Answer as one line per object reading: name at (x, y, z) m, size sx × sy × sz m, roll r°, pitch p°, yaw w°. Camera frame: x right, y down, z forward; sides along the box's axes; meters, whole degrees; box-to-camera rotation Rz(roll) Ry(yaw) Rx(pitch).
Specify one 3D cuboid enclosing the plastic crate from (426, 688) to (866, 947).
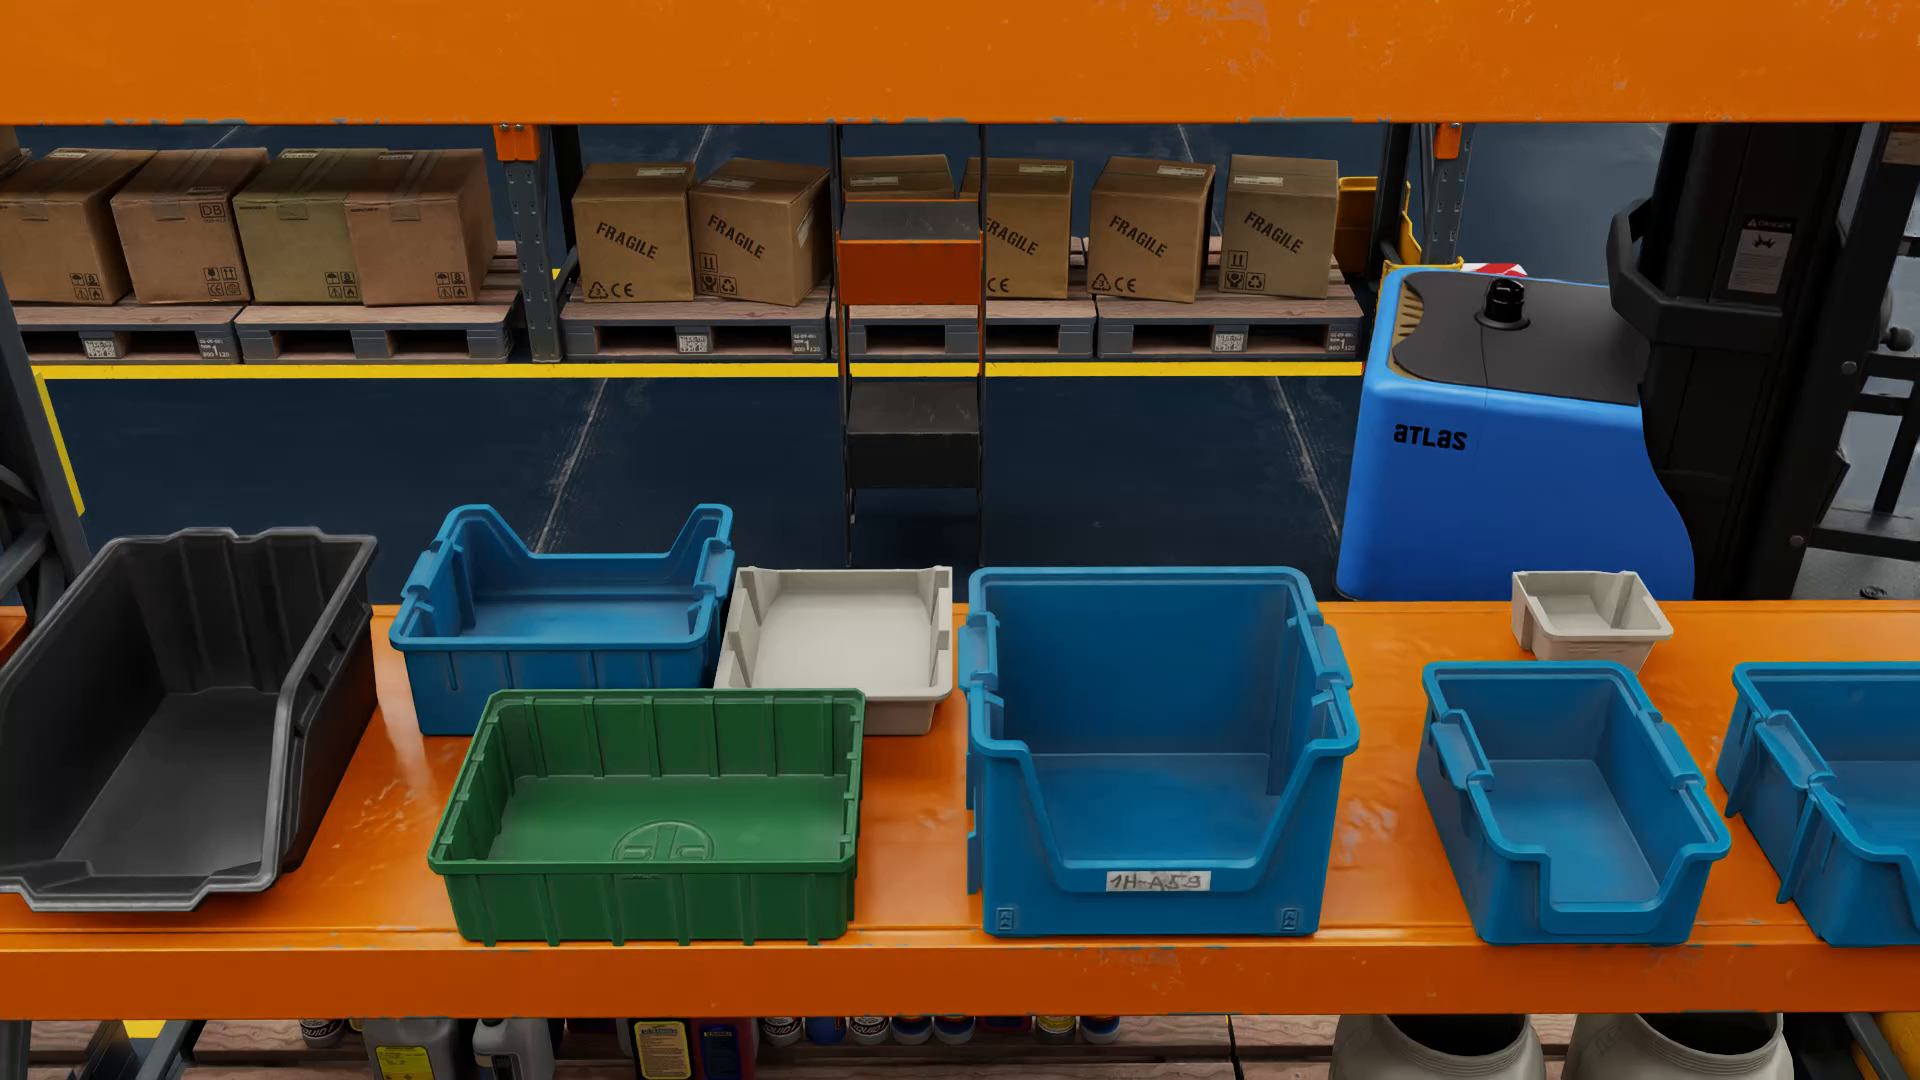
plastic crate at (-0.497, 0.460, 2.804) m, size 0.662 × 0.188 × 0.450 m, roll 0°, pitch 31°, yaw 0°

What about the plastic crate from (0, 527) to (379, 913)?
plastic crate at (-1.332, 0.319, 2.893) m, size 0.504 × 0.338 × 0.767 m, roll 0°, pitch 31°, yaw 0°

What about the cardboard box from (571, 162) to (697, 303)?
cardboard box at (-1.486, -1.433, 7.725) m, size 0.500 × 0.500 × 0.500 m, roll -1°, pitch 31°, yaw -2°

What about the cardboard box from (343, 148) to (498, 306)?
cardboard box at (-2.500, -1.470, 7.767) m, size 0.500 × 0.500 × 0.700 m, roll -2°, pitch 31°, yaw -4°

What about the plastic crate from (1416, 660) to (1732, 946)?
plastic crate at (0.996, 0.435, 2.785) m, size 0.408 × 0.251 × 0.499 m, roll 0°, pitch 31°, yaw 0°

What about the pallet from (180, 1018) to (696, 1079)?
pallet at (-1.184, 1.439, 3.674) m, size 1.213 × 0.211 × 1.003 m, roll 0°, pitch 31°, yaw 0°

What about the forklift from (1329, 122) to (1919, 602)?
forklift at (2.787, -0.842, 4.812) m, size 3.031 × 2.935 × 1.130 m, roll 9°, pitch 32°, yaw 14°

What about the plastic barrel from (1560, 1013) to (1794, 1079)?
plastic barrel at (1.486, 1.141, 3.471) m, size 0.421 × 0.512 × 0.421 m, roll 0°, pitch 31°, yaw 0°

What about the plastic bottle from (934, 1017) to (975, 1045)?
plastic bottle at (-0.014, 1.039, 3.853) m, size 0.097 × 0.271 × 0.097 m, roll 0°, pitch 31°, yaw 0°

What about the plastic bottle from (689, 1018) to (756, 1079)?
plastic bottle at (-0.535, 1.105, 3.732) m, size 0.133 × 0.283 × 0.061 m, roll 0°, pitch 31°, yaw 0°

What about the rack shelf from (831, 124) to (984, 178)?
rack shelf at (-0.166, -1.484, 5.348) m, size 0.480 × 0.518 × 0.431 m, roll 0°, pitch 31°, yaw 0°

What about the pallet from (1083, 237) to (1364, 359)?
pallet at (1.226, -1.177, 7.987) m, size 1.213 × 0.211 × 1.003 m, roll 0°, pitch 31°, yaw 0°

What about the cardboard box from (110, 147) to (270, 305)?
cardboard box at (-3.536, -1.476, 7.777) m, size 0.500 × 0.500 × 0.700 m, roll -3°, pitch 31°, yaw -5°

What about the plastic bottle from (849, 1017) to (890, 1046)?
plastic bottle at (-0.213, 1.069, 3.870) m, size 0.097 × 0.201 × 0.097 m, roll 0°, pitch 31°, yaw 0°

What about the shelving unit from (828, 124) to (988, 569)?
shelving unit at (-0.166, -0.897, 5.704) m, size 0.503 × 2.100 × 0.431 m, roll 0°, pitch 31°, yaw 0°

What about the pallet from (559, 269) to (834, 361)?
pallet at (-1.214, -1.170, 7.974) m, size 1.213 × 0.211 × 1.003 m, roll 0°, pitch 31°, yaw 0°

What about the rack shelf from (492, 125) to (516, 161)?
rack shelf at (-3.886, -2.028, 7.394) m, size 4.000 × 0.370 × 1.077 m, roll 0°, pitch 31°, yaw 0°

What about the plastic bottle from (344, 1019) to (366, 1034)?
plastic bottle at (-1.377, 1.028, 3.858) m, size 0.133 × 0.283 × 0.061 m, roll 1°, pitch 31°, yaw 2°

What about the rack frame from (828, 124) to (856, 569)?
rack frame at (-0.410, -0.896, 5.703) m, size 0.015 × 2.100 × 0.400 m, roll 0°, pitch 31°, yaw 0°

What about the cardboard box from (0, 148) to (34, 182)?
cardboard box at (-4.661, -1.469, 7.765) m, size 0.500 × 0.500 × 0.700 m, roll -3°, pitch 31°, yaw -4°

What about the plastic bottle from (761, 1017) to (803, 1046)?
plastic bottle at (-0.418, 1.070, 3.869) m, size 0.097 × 0.201 × 0.097 m, roll 0°, pitch 31°, yaw 0°

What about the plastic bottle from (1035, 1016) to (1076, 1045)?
plastic bottle at (0.226, 1.068, 3.872) m, size 0.097 × 0.201 × 0.097 m, roll 0°, pitch 31°, yaw 0°

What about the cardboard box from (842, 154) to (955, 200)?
cardboard box at (-0.292, -1.481, 7.805) m, size 0.500 × 0.500 × 0.500 m, roll -3°, pitch 31°, yaw -5°

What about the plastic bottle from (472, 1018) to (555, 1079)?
plastic bottle at (-0.996, 1.129, 3.700) m, size 0.135 × 0.276 × 0.152 m, roll 0°, pitch 31°, yaw 0°

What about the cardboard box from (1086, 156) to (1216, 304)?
cardboard box at (0.892, -1.452, 7.756) m, size 0.500 × 0.500 × 0.500 m, roll 8°, pitch 32°, yaw 13°

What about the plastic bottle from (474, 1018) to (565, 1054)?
plastic bottle at (-1.022, 1.020, 3.807) m, size 0.185 × 0.351 × 0.144 m, roll -2°, pitch 31°, yaw -3°

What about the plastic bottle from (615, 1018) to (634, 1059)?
plastic bottle at (-0.699, 1.019, 3.808) m, size 0.185 × 0.351 × 0.144 m, roll 0°, pitch 31°, yaw -1°

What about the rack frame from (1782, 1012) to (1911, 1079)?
rack frame at (2.144, 0.215, 3.004) m, size 0.127 × 3.000 × 1.000 m, roll 0°, pitch 31°, yaw 0°

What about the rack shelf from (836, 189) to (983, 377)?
rack shelf at (-0.166, -0.886, 5.712) m, size 0.480 × 0.518 × 0.431 m, roll 0°, pitch 31°, yaw 0°

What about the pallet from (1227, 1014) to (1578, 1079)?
pallet at (1.256, 1.432, 3.687) m, size 1.213 × 0.211 × 1.003 m, roll 0°, pitch 31°, yaw 0°

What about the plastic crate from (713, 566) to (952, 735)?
plastic crate at (-0.234, 0.204, 3.276) m, size 0.437 × 0.136 × 0.530 m, roll 0°, pitch 31°, yaw 0°

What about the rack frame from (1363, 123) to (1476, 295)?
rack frame at (2.114, -2.354, 7.238) m, size 0.127 × 3.000 × 1.000 m, roll 0°, pitch 31°, yaw 0°

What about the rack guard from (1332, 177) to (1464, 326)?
rack guard at (2.038, -1.285, 7.886) m, size 0.348 × 0.500 × 1.175 m, roll 0°, pitch 31°, yaw 0°

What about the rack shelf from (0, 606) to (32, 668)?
rack shelf at (-3.856, 0.542, 3.159) m, size 4.000 × 0.370 × 1.077 m, roll 0°, pitch 31°, yaw 0°

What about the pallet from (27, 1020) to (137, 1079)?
pallet at (-2.641, 1.442, 3.669) m, size 1.213 × 0.211 × 1.003 m, roll 0°, pitch 31°, yaw 0°
